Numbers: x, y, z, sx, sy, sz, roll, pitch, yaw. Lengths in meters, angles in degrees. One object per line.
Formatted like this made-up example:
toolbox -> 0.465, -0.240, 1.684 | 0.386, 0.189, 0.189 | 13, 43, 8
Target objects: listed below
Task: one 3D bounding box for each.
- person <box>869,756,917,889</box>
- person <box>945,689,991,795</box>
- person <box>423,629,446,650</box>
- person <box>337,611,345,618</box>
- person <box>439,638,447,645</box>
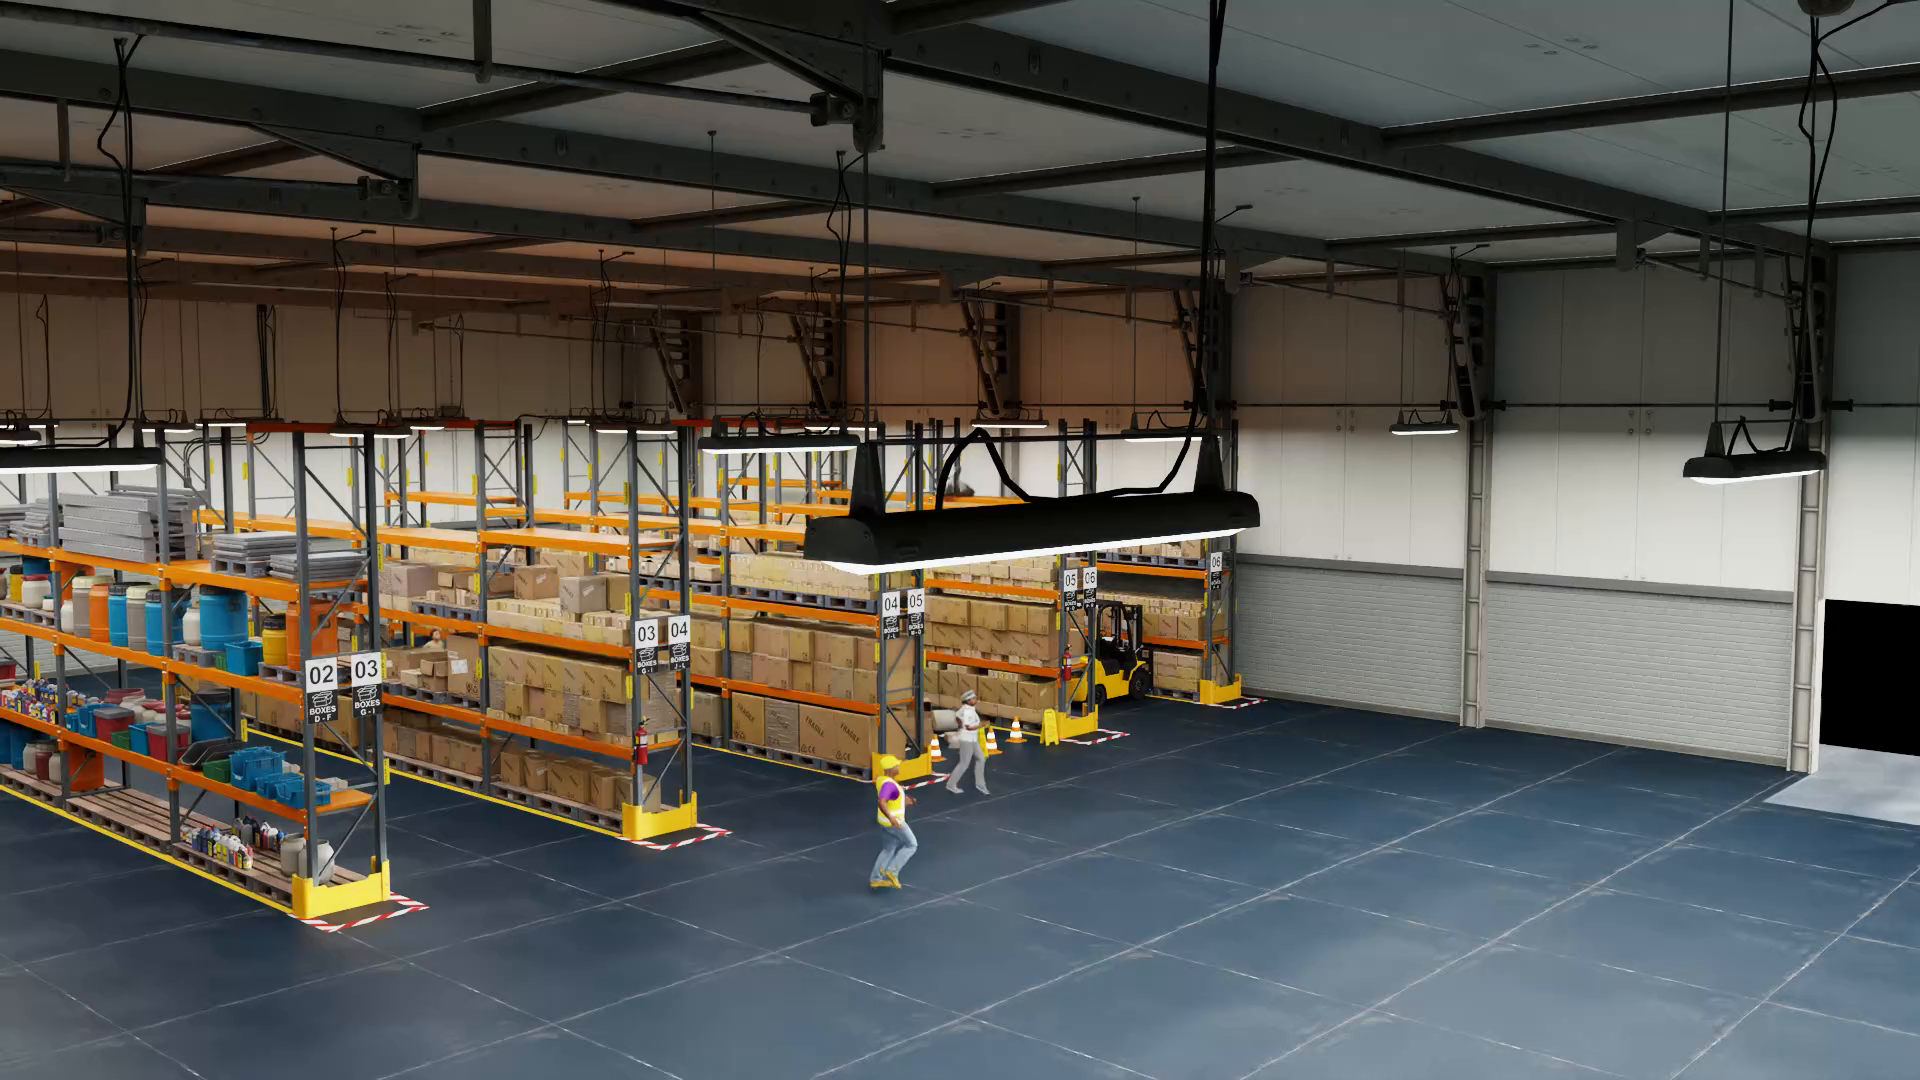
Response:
person -> -0.856, 3.676, 21.691 | 0.673, 1.739, 0.676 | -2, 5, -23
person -> 0.133, 3.285, 26.875 | 0.730, 1.761, 0.575 | 1, 5, 6
person -> -11.020, 2.673, 34.939 | 0.562, 1.626, 0.583 | 3, 6, 37
person -> -14.176, 2.428, 37.888 | 0.638, 1.630, 0.734 | -1, 5, -9
person -> -12.665, 2.197, 40.834 | 0.507, 1.637, 0.701 | 5, 7, 44
